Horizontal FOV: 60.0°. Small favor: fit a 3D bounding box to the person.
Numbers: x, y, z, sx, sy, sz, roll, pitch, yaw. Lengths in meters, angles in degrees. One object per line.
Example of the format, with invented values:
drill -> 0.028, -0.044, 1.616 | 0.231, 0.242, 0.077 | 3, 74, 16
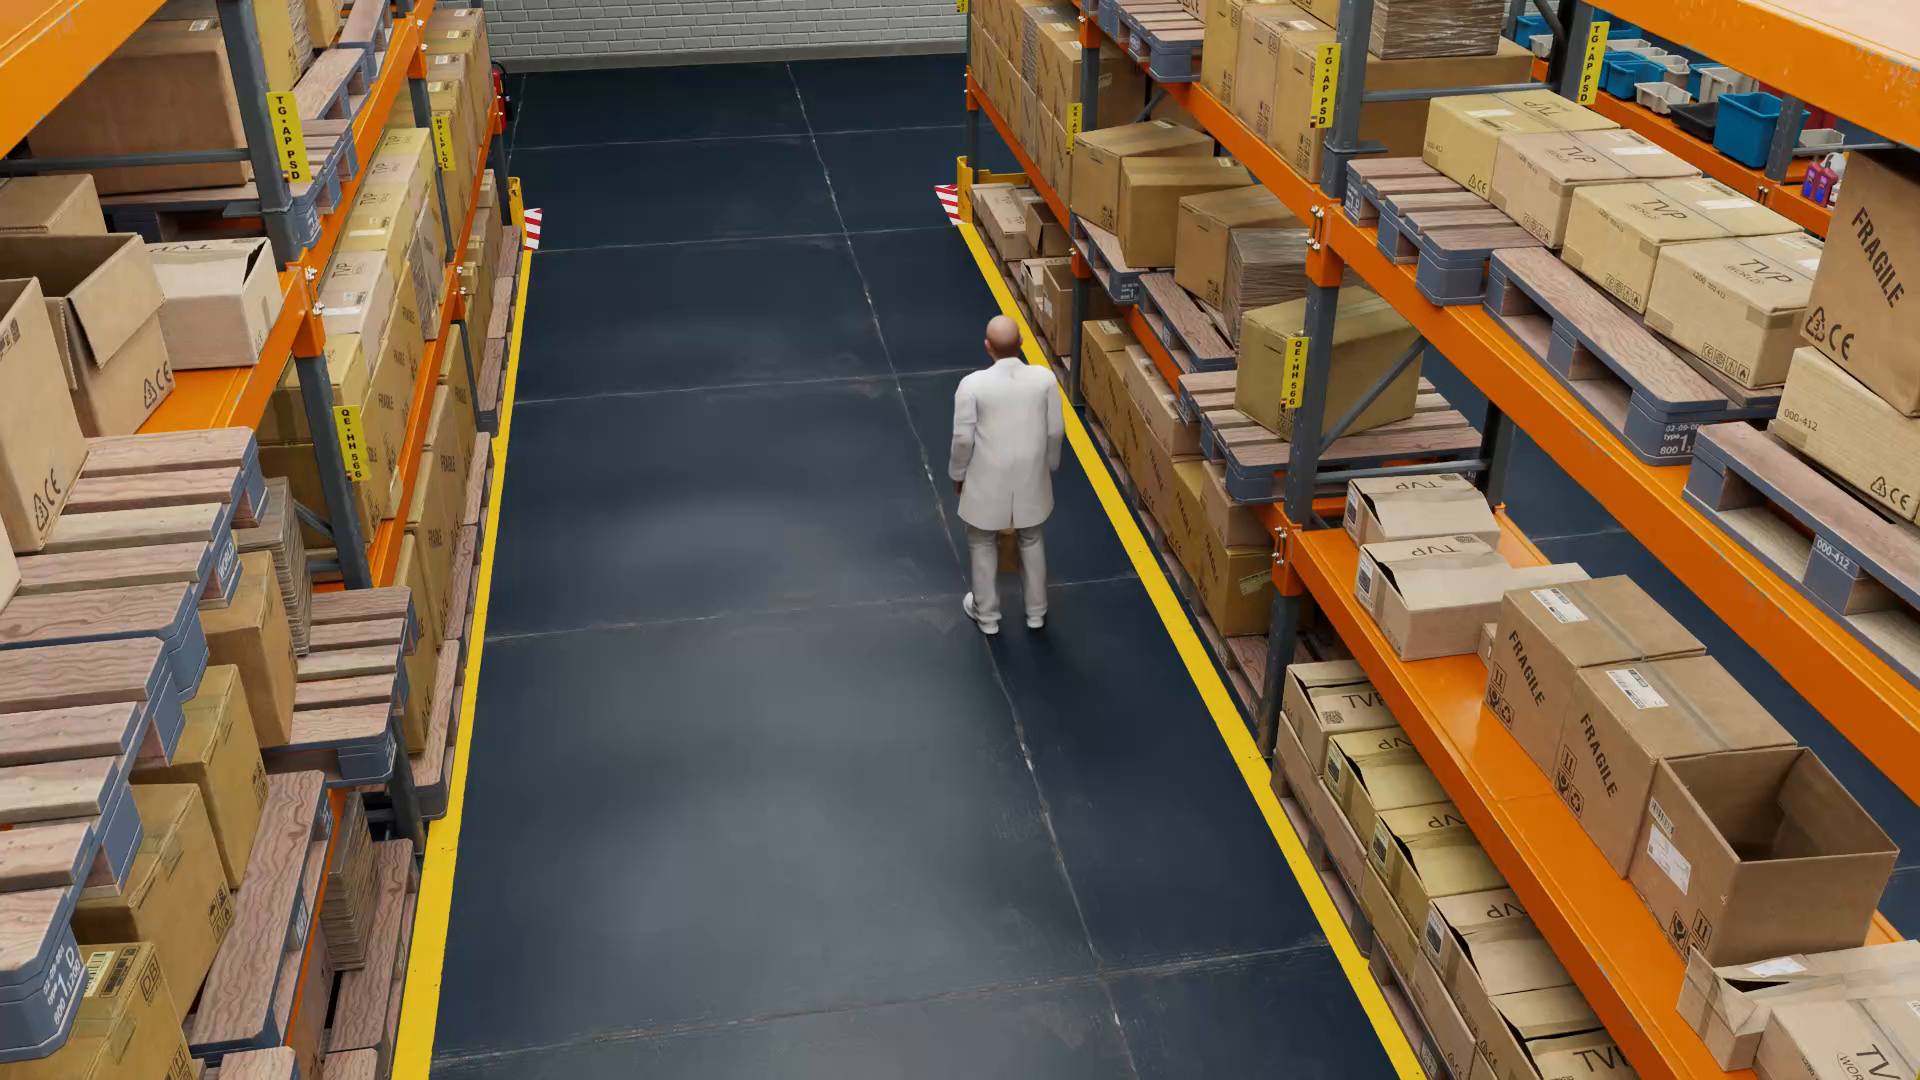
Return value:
person -> 0.238, -0.334, 8.728 | 0.601, 1.776, 0.425 | -6, 31, -10
